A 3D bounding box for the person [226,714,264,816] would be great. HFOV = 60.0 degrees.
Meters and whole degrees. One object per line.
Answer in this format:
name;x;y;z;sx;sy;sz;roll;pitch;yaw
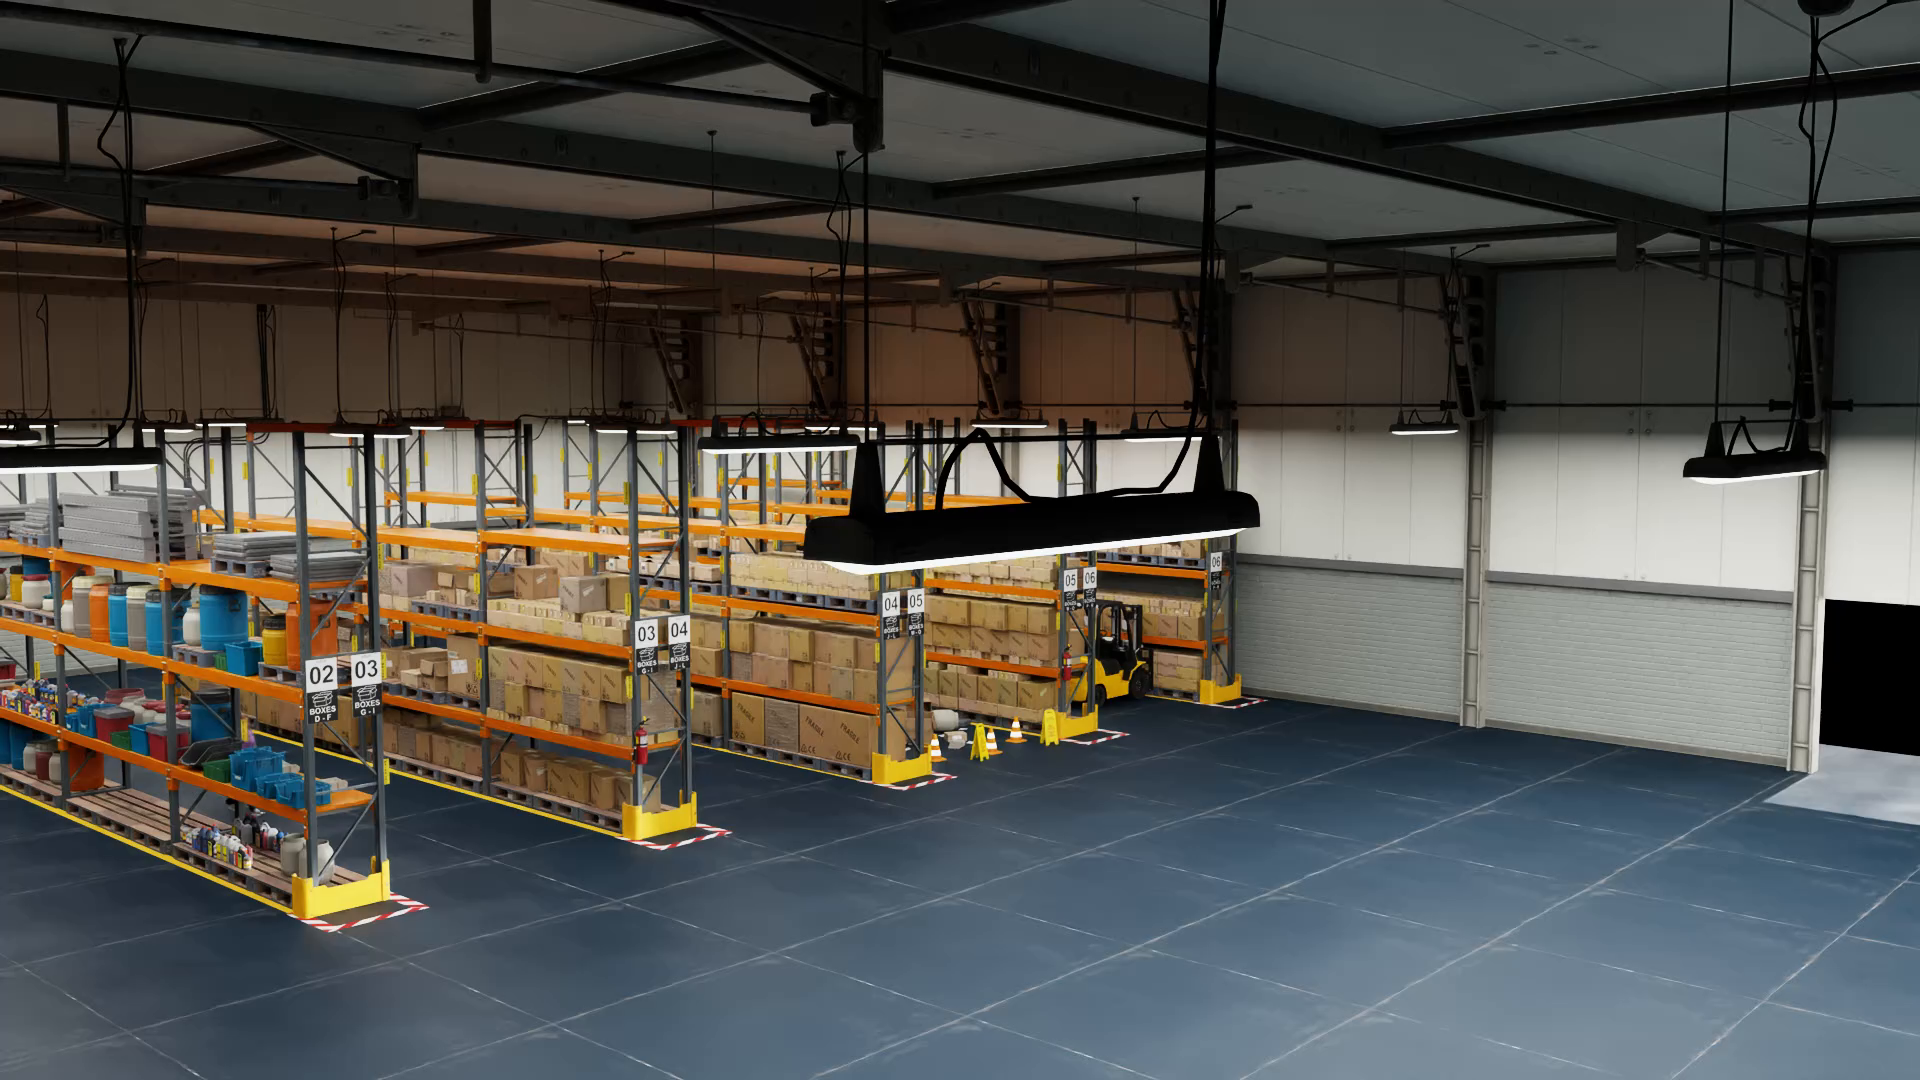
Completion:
person;-10.981;3.446;25.577;0.970;1.543;0.453;2;5;20
